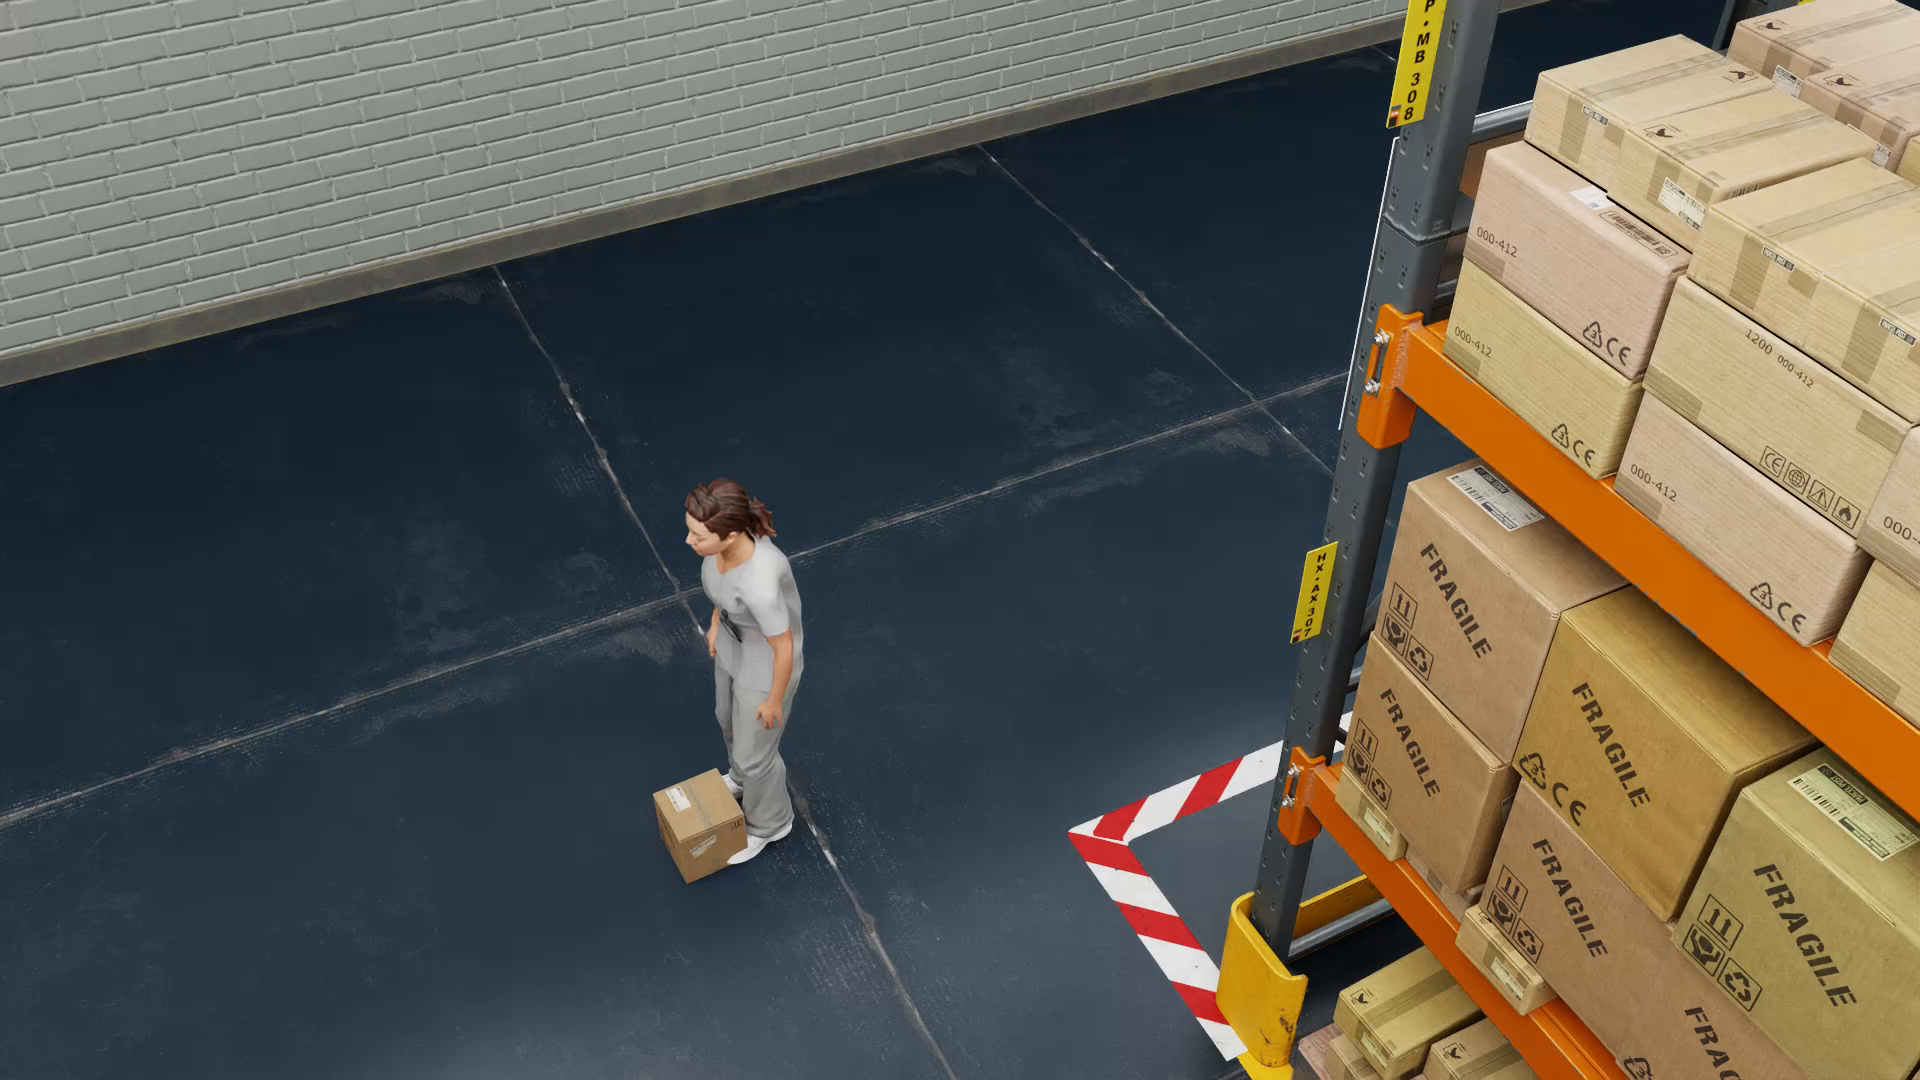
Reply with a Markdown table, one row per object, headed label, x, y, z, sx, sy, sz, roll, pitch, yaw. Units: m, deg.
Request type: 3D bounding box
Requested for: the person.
| label | x | y | z | sx | sy | sz | roll | pitch | yaw |
| --- | --- | --- | --- | --- | --- | --- | --- | --- | --- |
| person | -0.749 | 0.428 | 5.674 | 0.410 | 1.672 | 0.484 | -19 | 45 | -20 |
